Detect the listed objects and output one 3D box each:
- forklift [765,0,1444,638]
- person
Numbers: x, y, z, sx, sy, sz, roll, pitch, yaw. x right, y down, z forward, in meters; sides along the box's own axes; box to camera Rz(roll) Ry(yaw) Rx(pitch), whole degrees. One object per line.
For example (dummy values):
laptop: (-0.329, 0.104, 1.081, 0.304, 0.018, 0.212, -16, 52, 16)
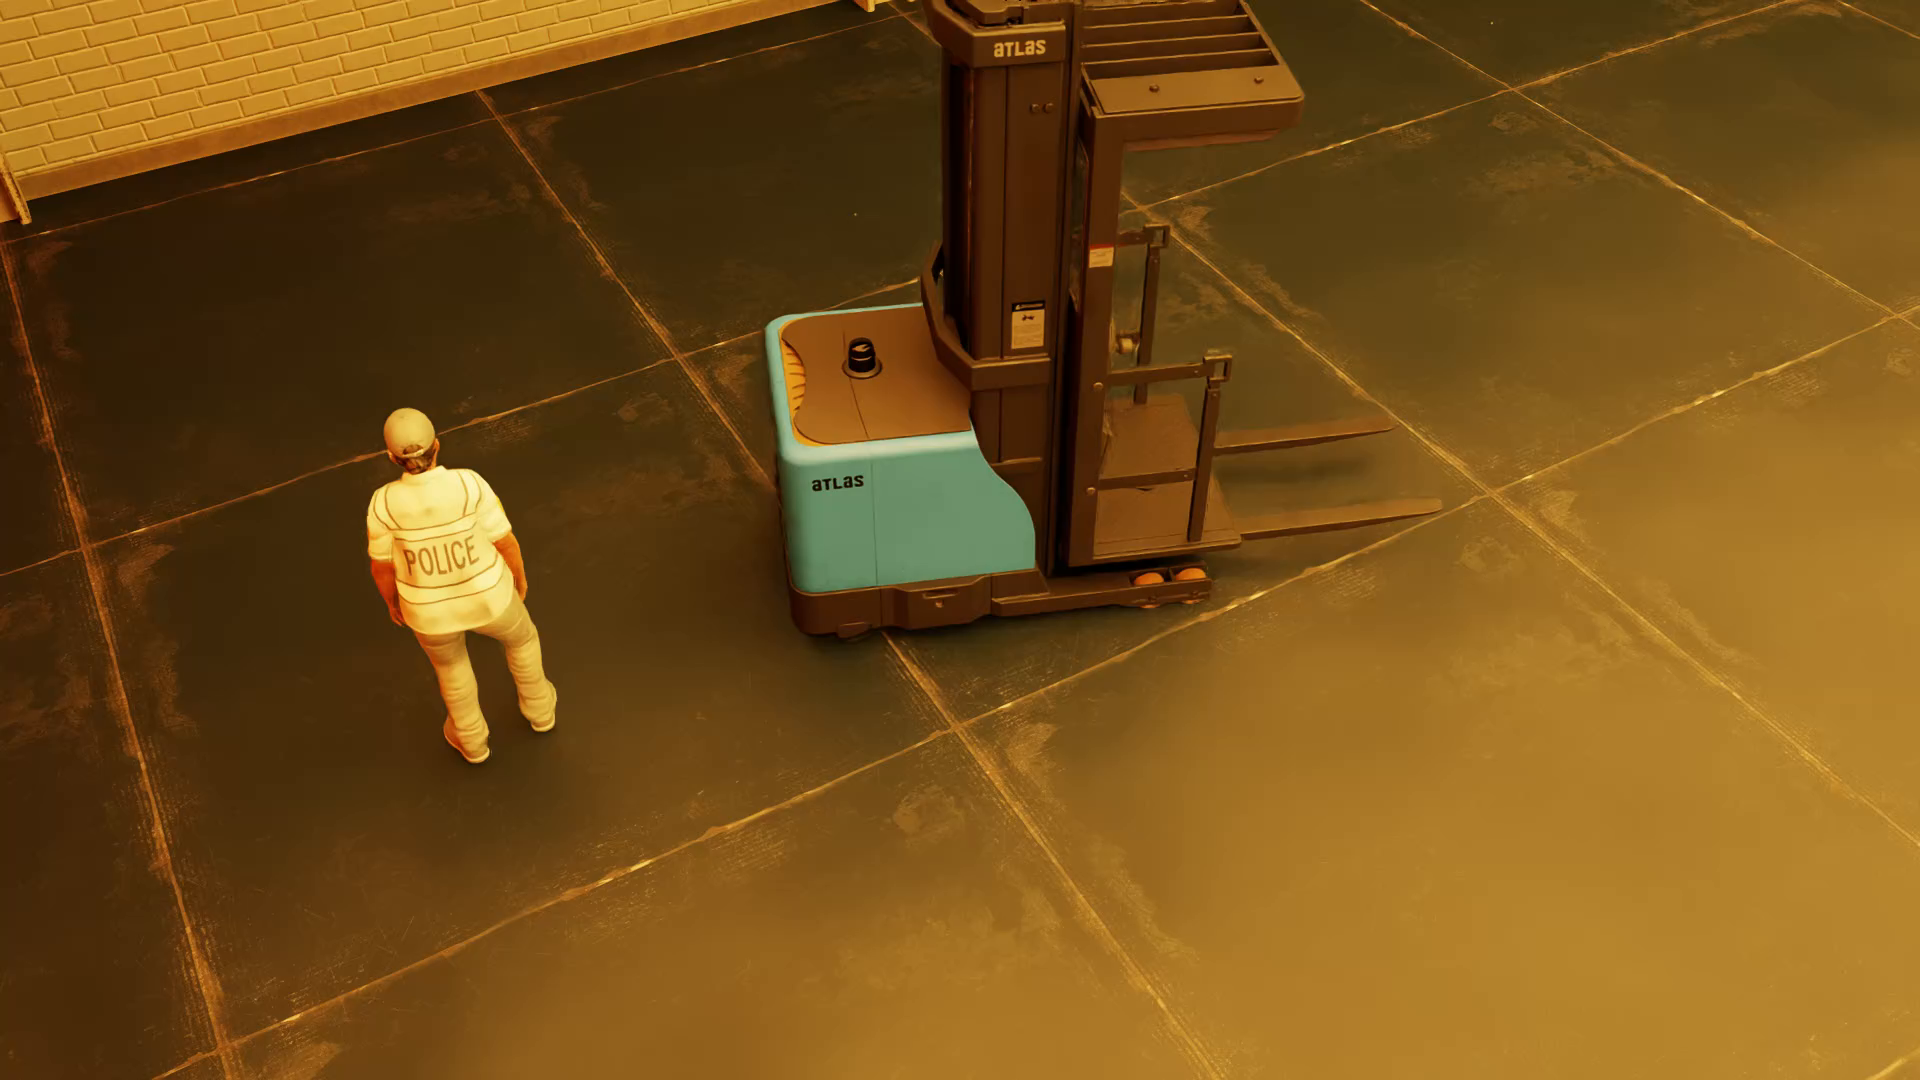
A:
forklift: (0.690, -1.115, 6.900, 3.031, 2.935, 1.130, -6, 43, -7)
person: (-1.945, 0.194, 6.428, 0.539, 1.660, 0.454, -11, 44, -12)
